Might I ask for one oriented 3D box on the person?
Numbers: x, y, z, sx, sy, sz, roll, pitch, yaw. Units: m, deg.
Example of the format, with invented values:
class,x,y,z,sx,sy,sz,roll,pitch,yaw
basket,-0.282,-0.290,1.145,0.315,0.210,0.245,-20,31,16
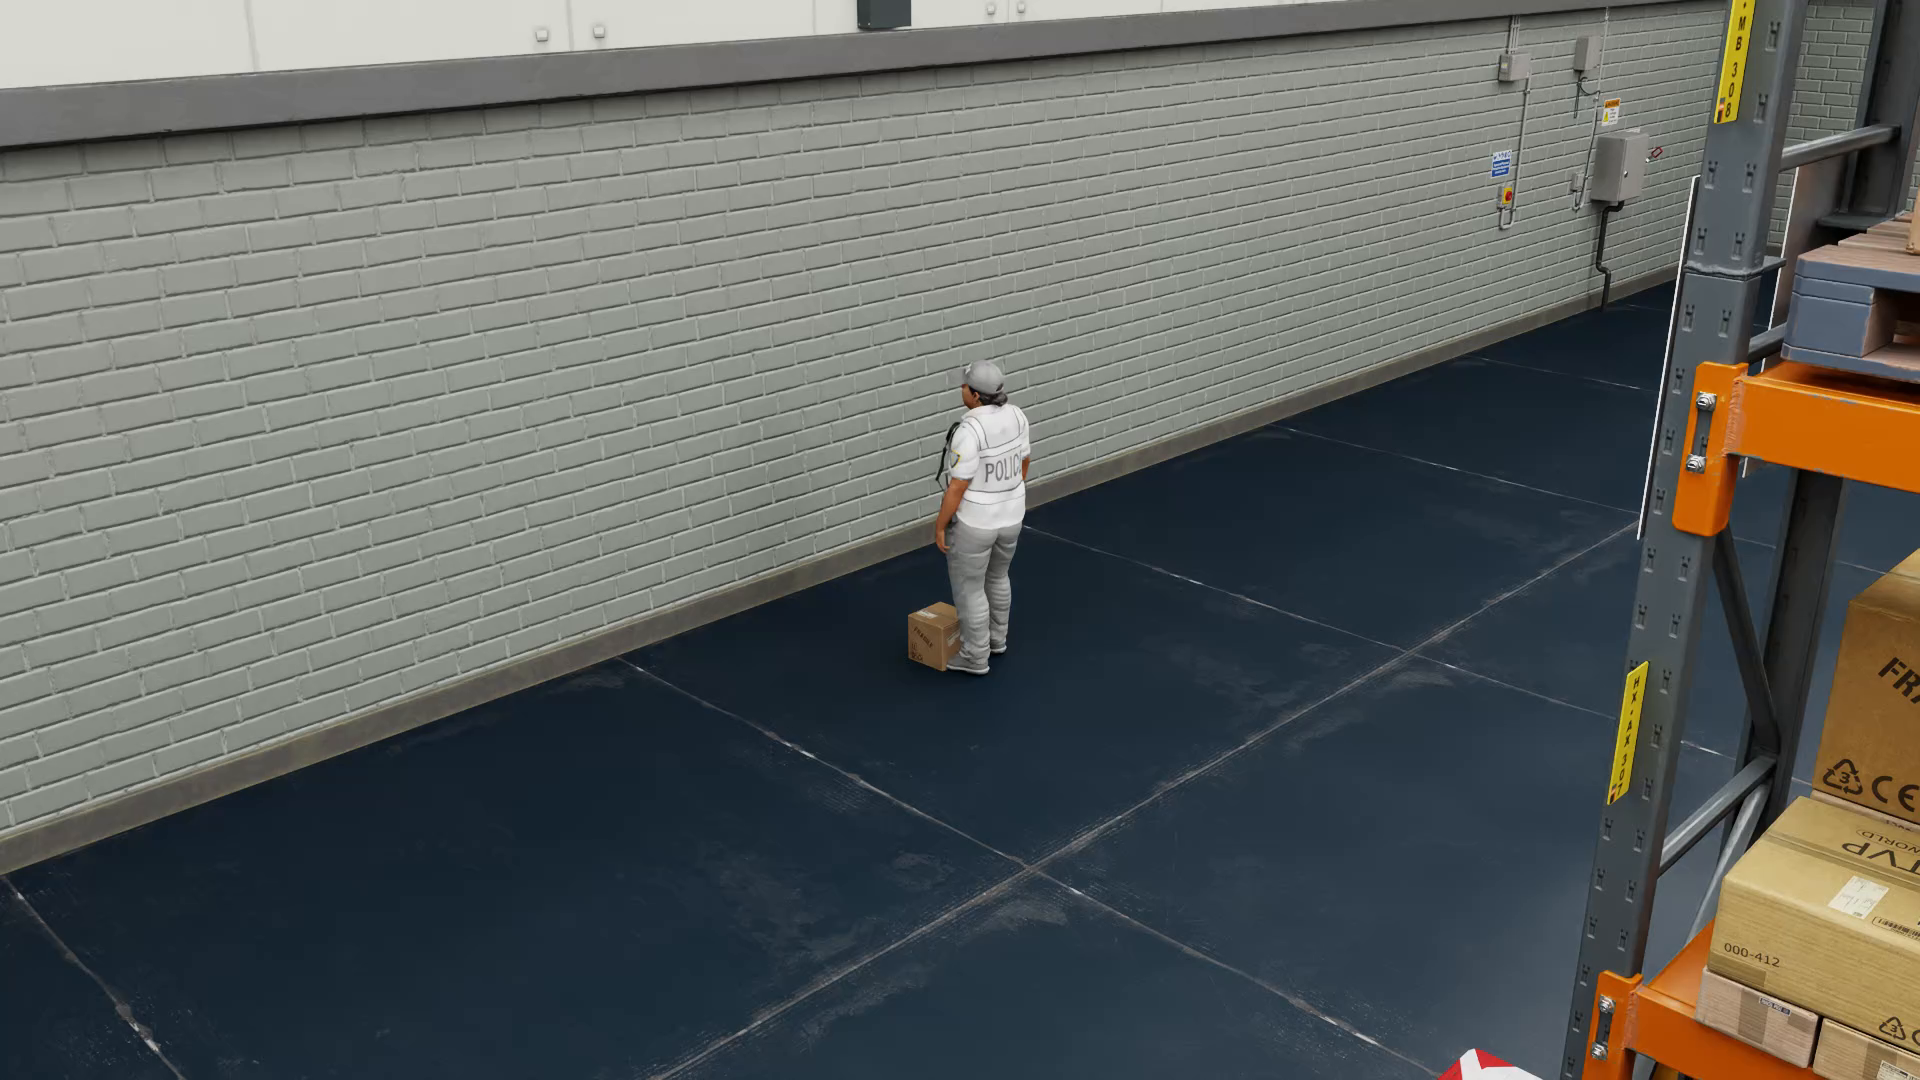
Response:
class,x,y,z,sx,sy,sz,roll,pitch,yaw
person,0.066,-0.128,8.418,0.529,1.670,0.598,19,28,41
